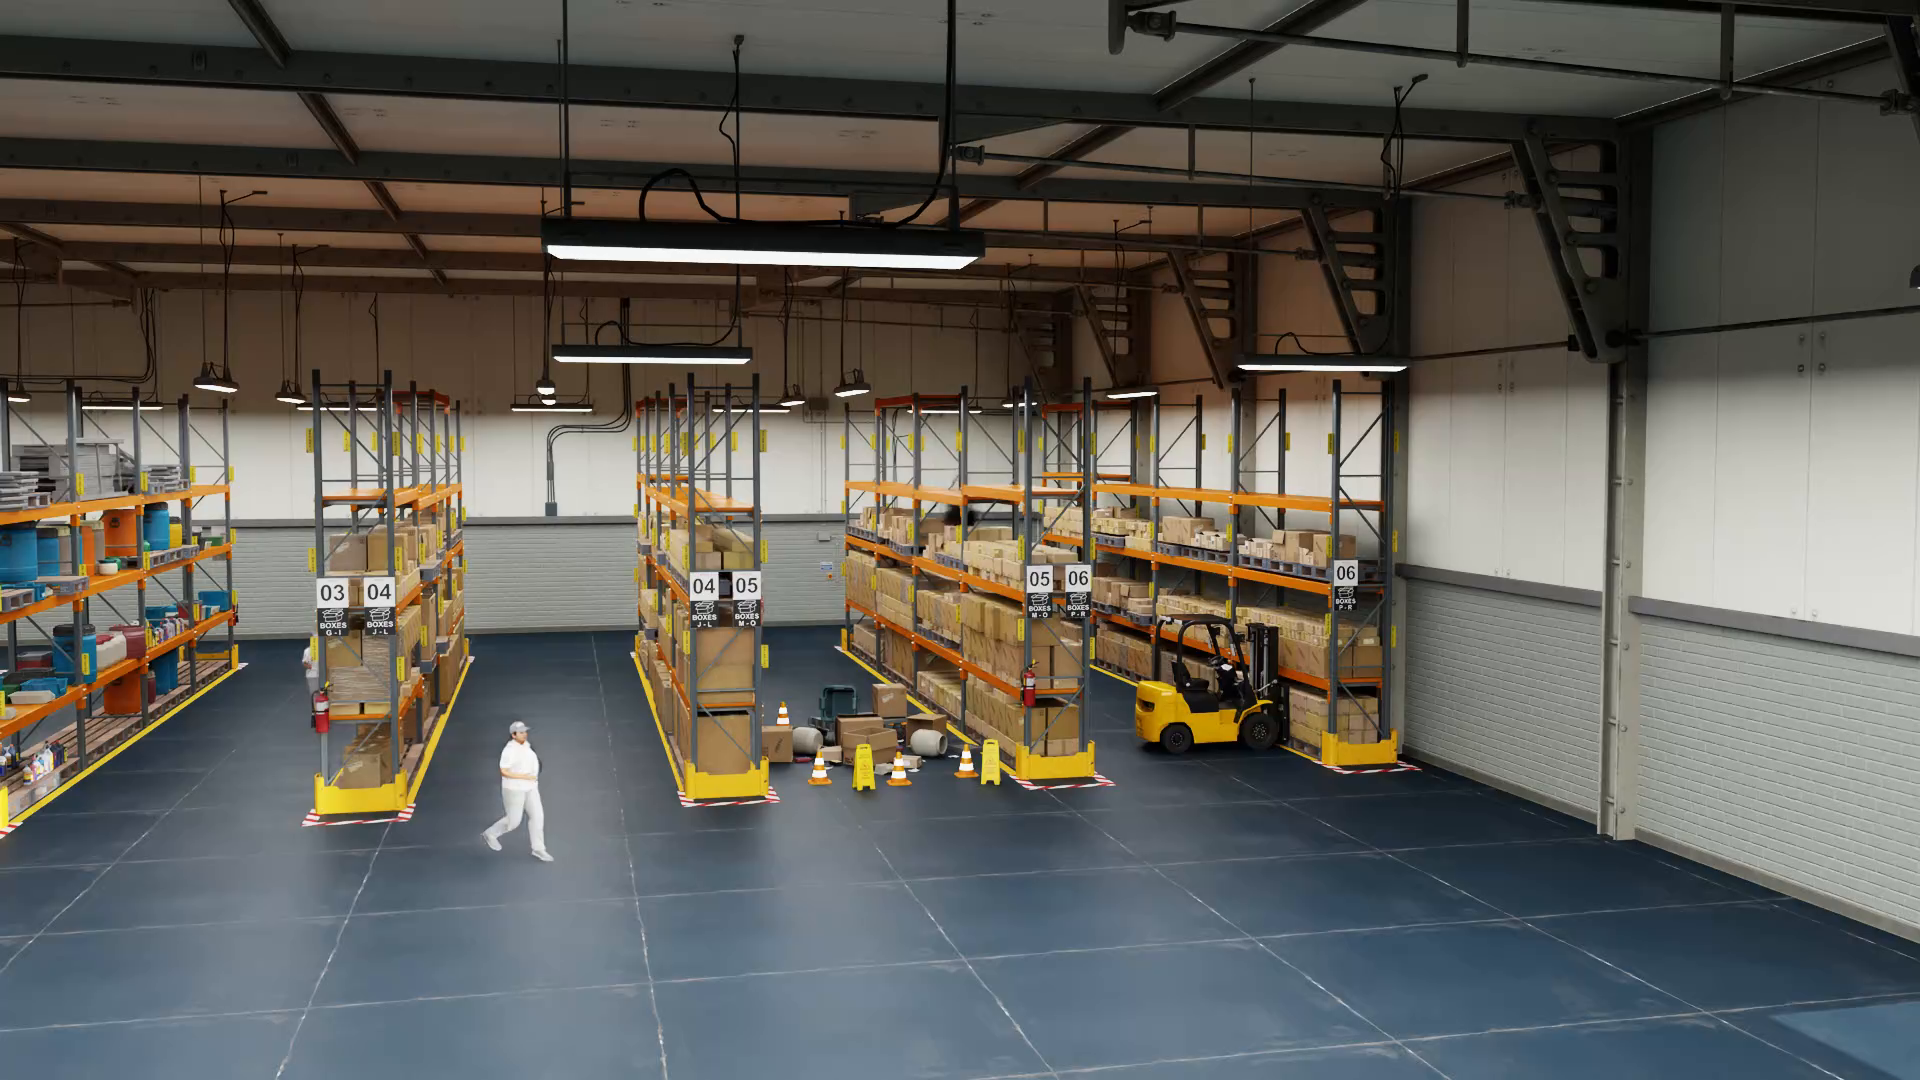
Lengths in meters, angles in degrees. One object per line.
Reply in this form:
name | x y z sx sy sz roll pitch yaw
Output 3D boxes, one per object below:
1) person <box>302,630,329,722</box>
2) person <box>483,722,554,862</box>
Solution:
person | -11.430 2.452 29.639 0.560 1.685 0.605 -1 3 -17
person | -5.325 3.021 20.046 0.920 1.678 0.617 1 4 22
